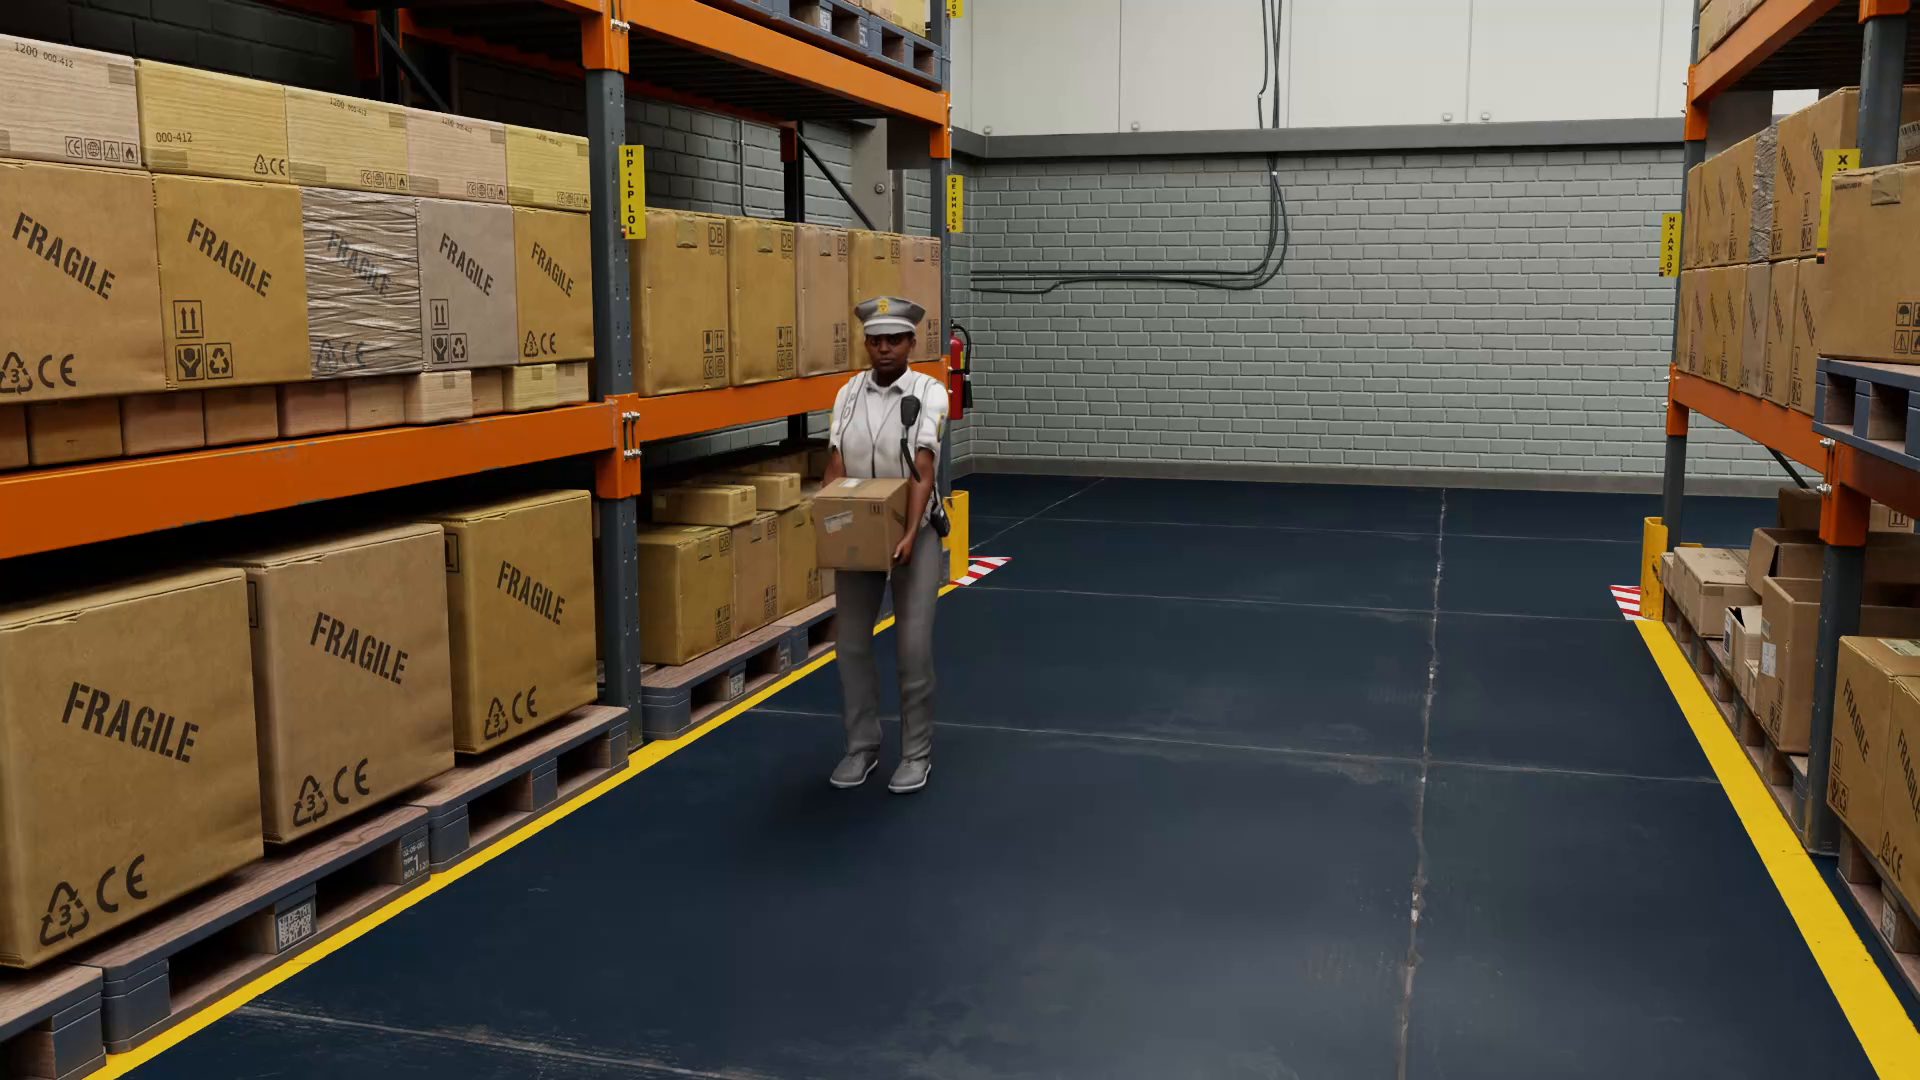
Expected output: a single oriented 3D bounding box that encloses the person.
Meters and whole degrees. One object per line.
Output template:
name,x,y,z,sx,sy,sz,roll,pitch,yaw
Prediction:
person,-0.261,0.013,5.693,0.416,1.690,0.525,2,9,15
